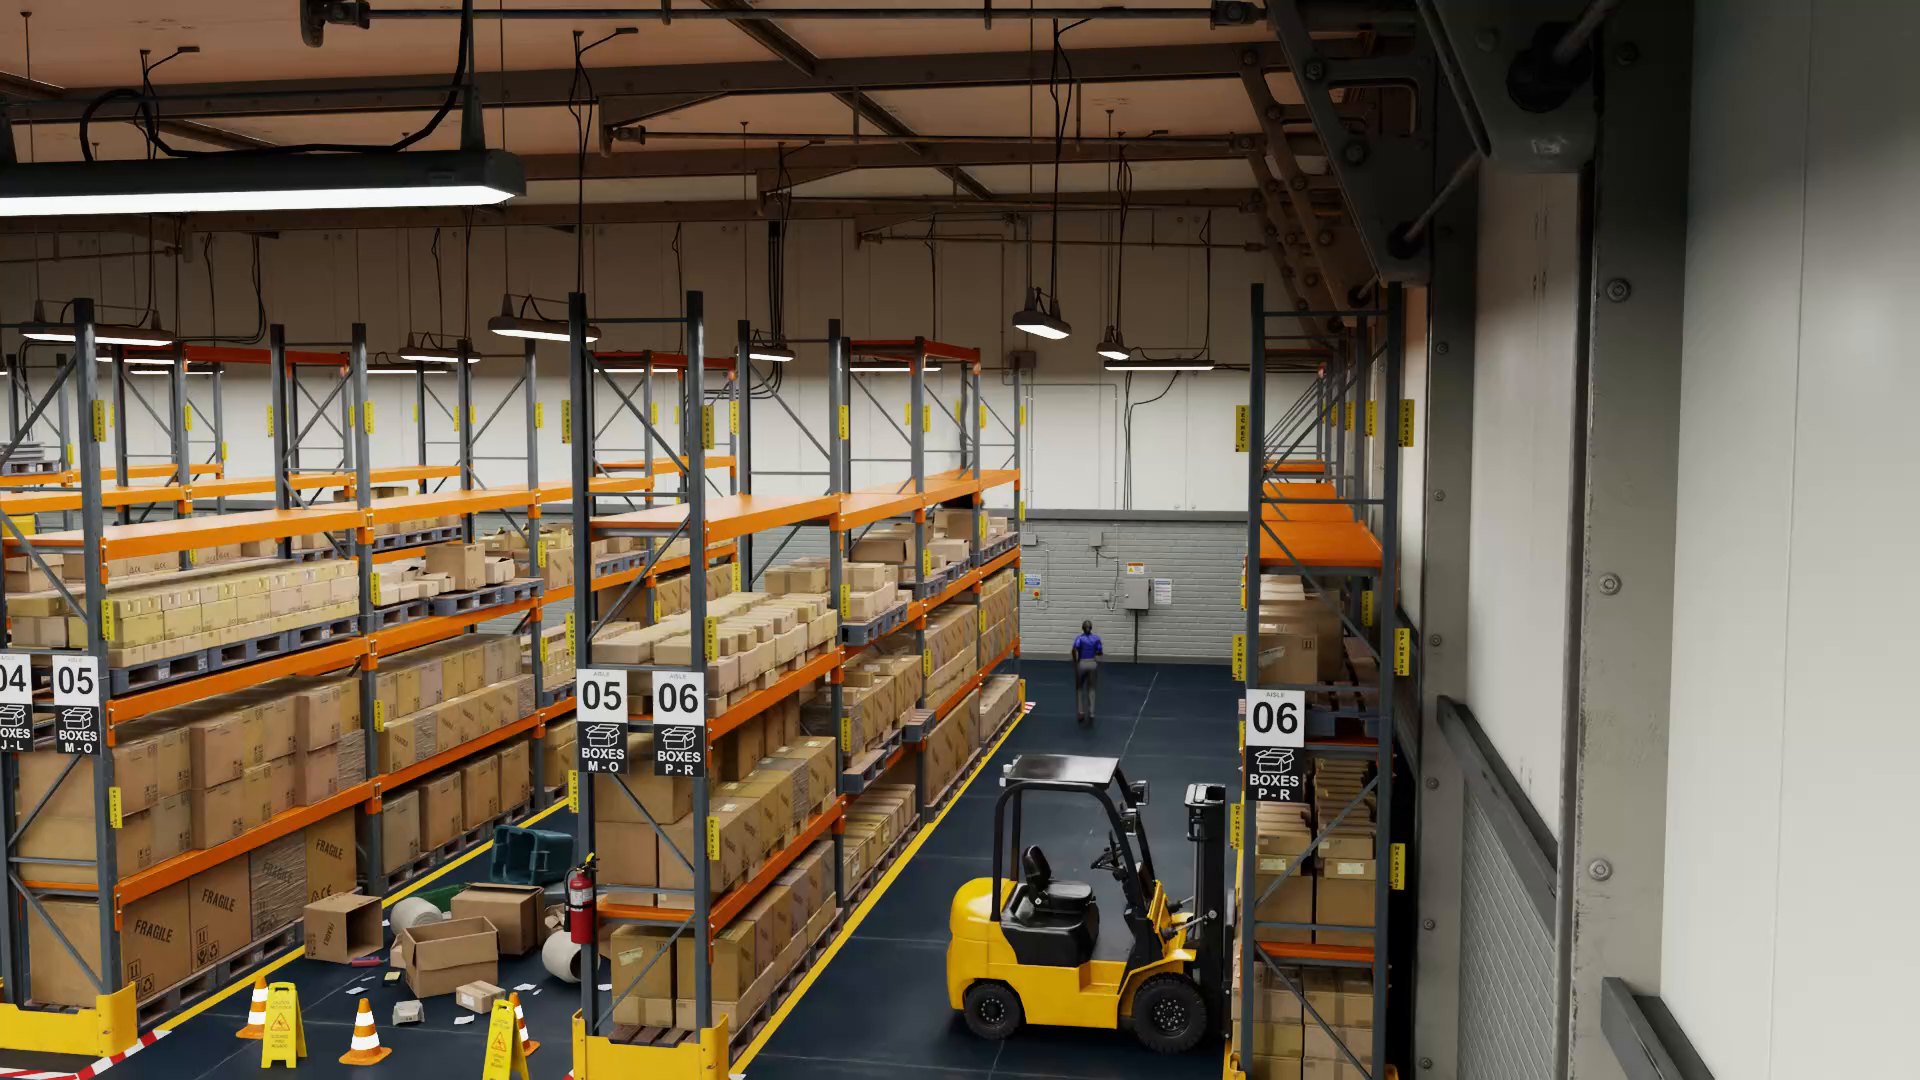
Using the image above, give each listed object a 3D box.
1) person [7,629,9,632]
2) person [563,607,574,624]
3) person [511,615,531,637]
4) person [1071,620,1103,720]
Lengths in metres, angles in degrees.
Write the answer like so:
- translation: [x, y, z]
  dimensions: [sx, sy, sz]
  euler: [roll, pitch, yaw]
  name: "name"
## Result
- translation: [-17.352, 1.862, 30.397]
  dimensions: [0.682, 1.742, 0.684]
  euler: [0, 5, 1]
  name: "person"
- translation: [-6.681, 1.991, 29.059]
  dimensions: [0.664, 1.710, 0.817]
  euler: [0, 5, -3]
  name: "person"
- translation: [-7.311, 2.085, 27.904]
  dimensions: [0.657, 1.673, 0.608]
  euler: [0, 5, 5]
  name: "person"
- translation: [2.067, 2.153, 27.176]
  dimensions: [0.558, 1.714, 0.724]
  euler: [0, 5, -3]
  name: "person"
